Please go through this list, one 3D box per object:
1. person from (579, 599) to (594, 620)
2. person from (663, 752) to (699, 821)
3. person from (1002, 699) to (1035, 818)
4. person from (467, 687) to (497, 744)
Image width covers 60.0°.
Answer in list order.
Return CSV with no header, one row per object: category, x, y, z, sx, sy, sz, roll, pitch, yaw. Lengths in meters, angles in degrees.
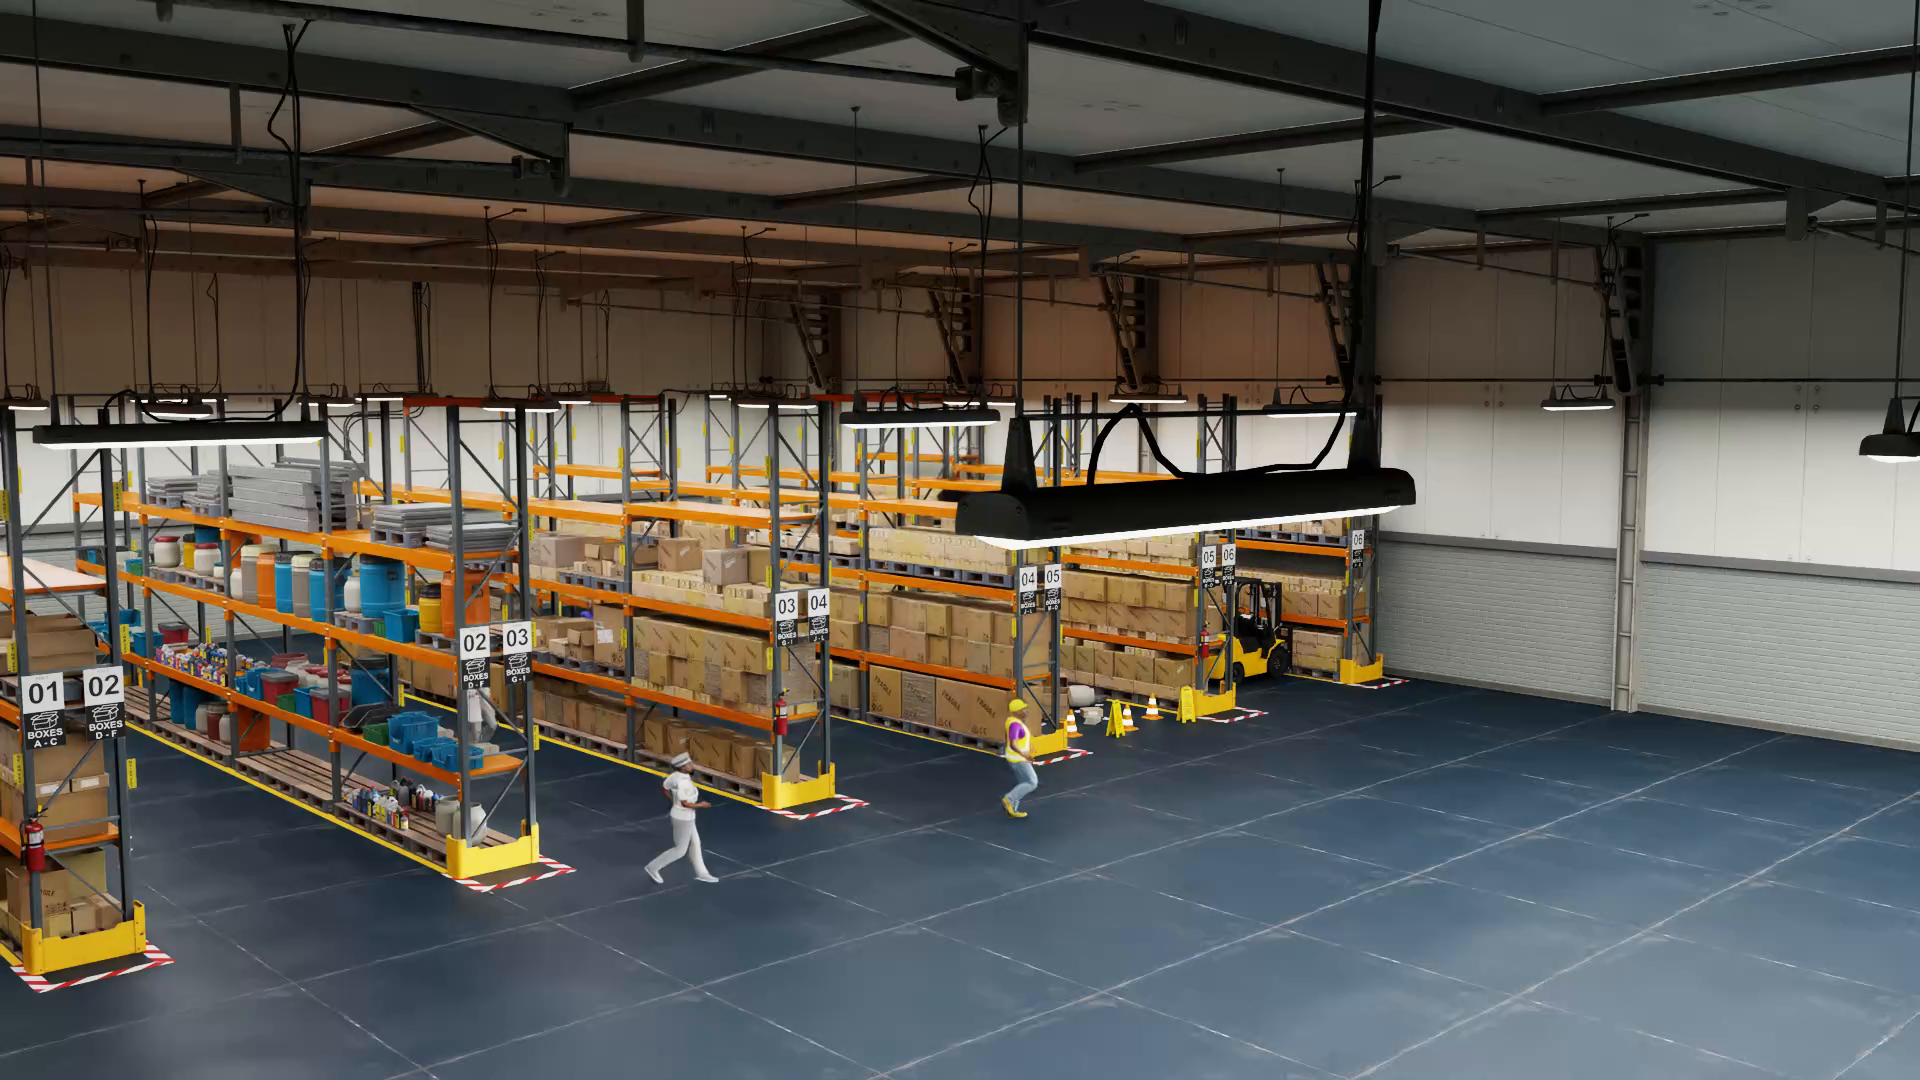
person,-7.873,2.085,35.534,0.571,1.667,0.843,-4,7,-38
person,-3.458,3.046,20.642,0.404,0.831,0.553,-2,6,-17
person,0.861,3.151,23.981,0.571,1.720,0.675,-1,6,-11
person,-8.022,2.845,27.737,0.558,1.445,0.694,4,7,39
